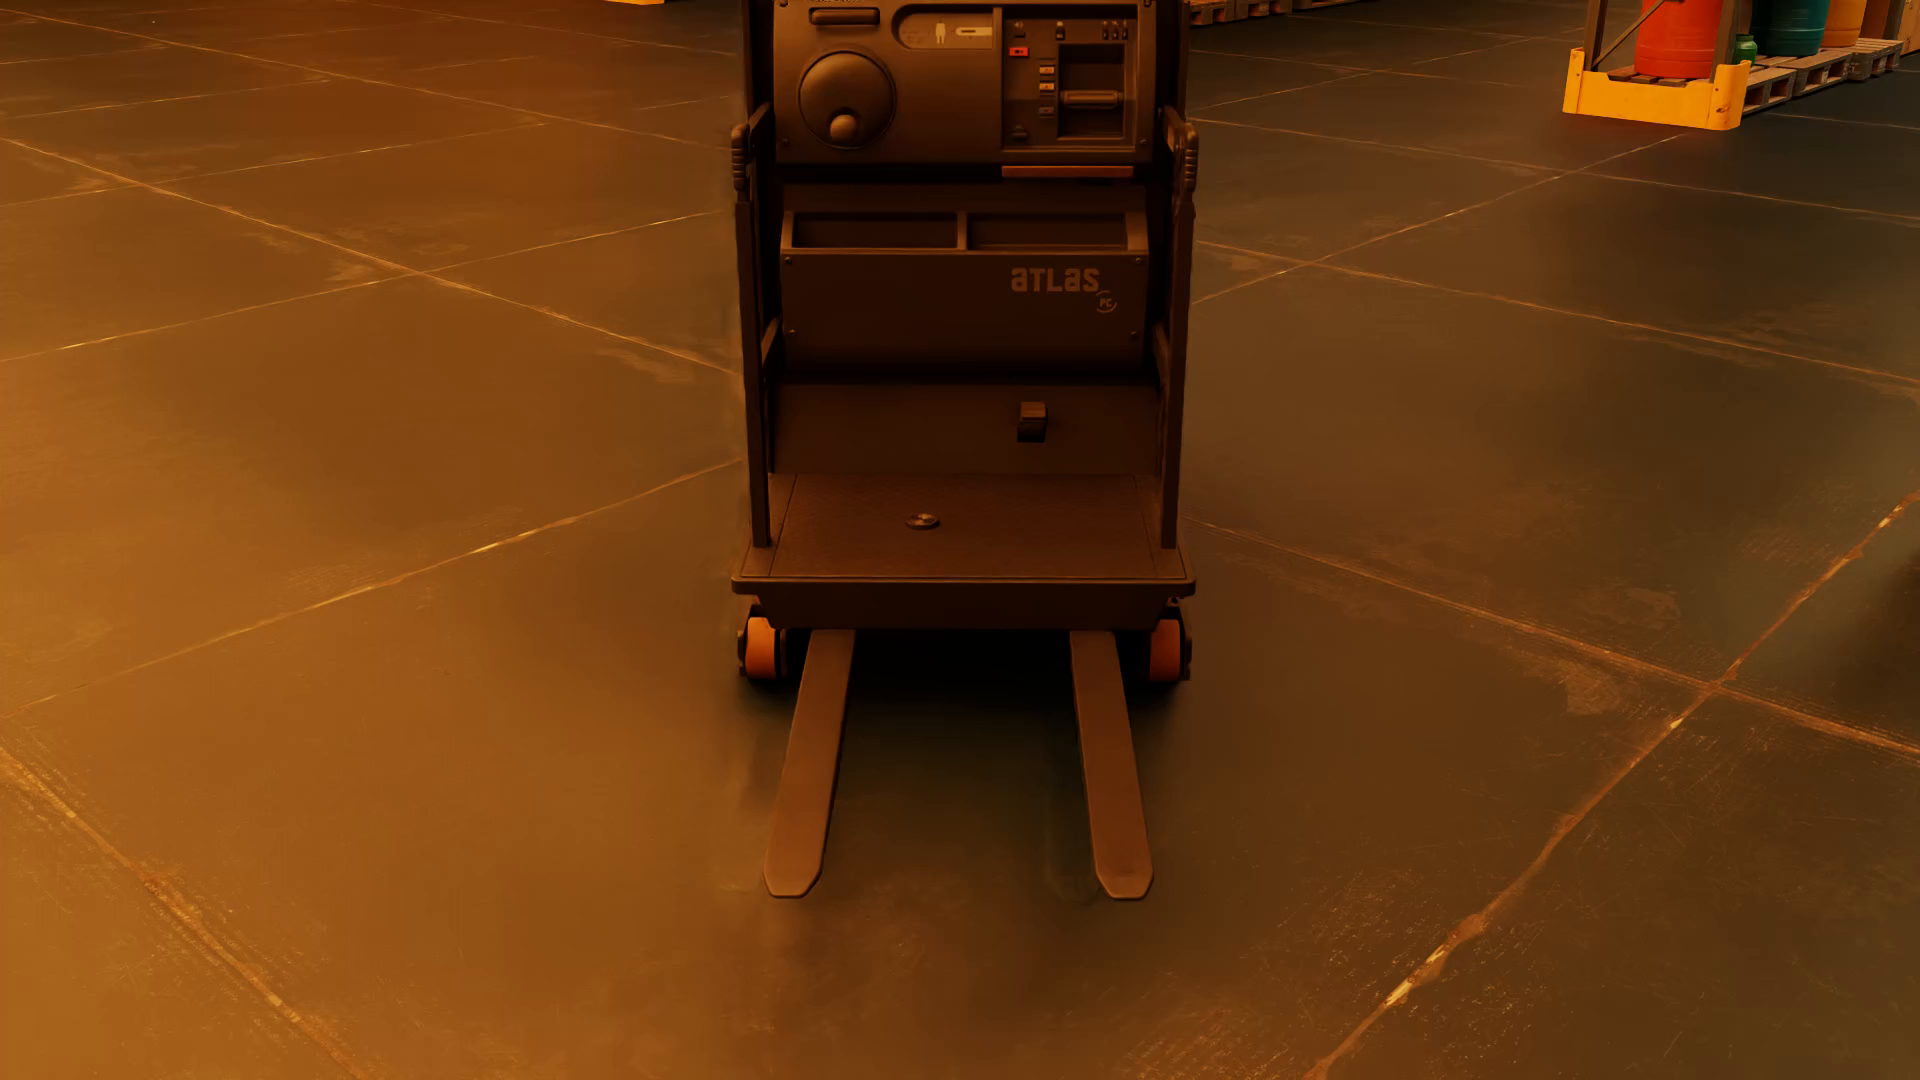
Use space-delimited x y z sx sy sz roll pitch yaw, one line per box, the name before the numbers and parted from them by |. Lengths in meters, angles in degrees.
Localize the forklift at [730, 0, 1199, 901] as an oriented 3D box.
forklift | 0.011 -1.109 3.856 1.130 2.935 3.031 0 24 1
